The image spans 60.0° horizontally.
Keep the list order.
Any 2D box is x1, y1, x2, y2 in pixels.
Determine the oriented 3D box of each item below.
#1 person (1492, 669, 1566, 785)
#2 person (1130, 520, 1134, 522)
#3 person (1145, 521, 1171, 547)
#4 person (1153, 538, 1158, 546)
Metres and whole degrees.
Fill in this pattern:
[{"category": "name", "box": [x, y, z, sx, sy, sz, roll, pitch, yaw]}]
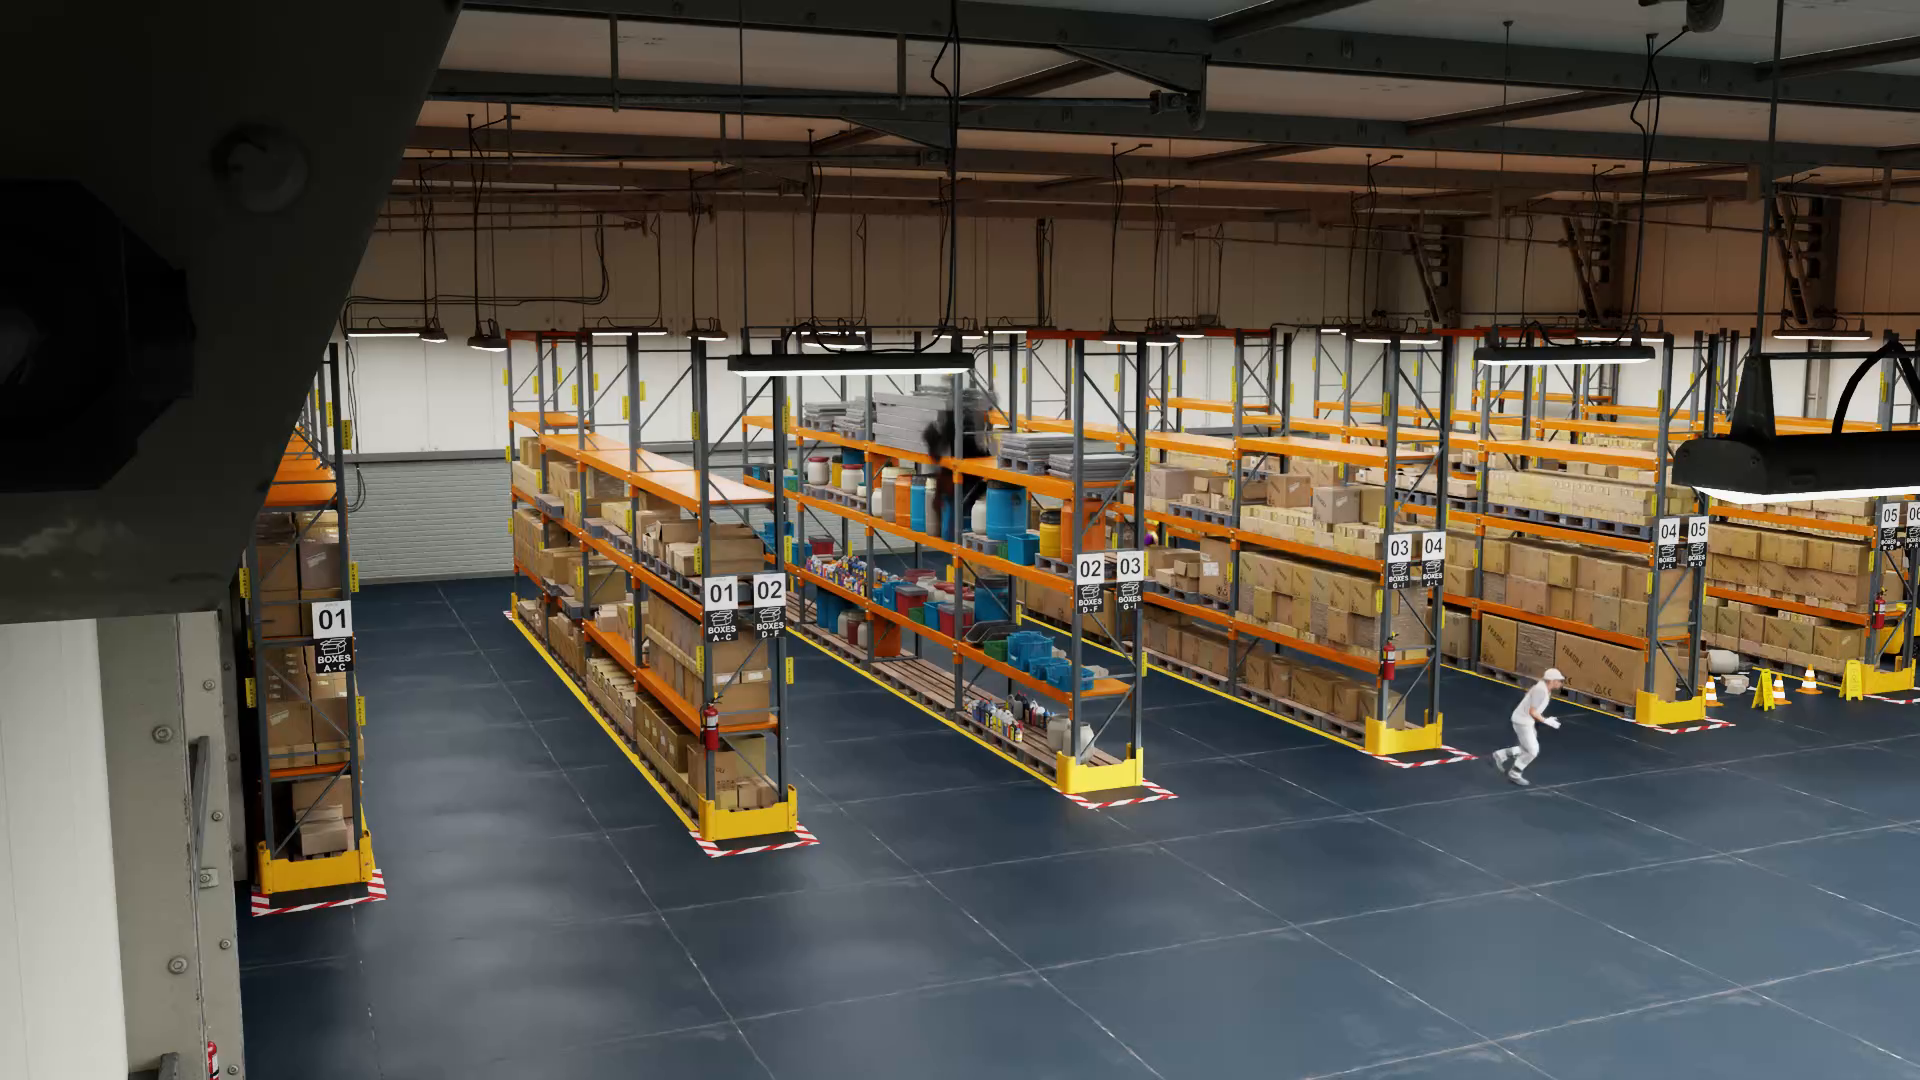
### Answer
[{"category": "person", "box": [7.672, 2.501, 22.459, 0.898, 1.616, 0.677, 4, 9, 24]}, {"category": "person", "box": [3.952, 0.336, 38.244, 0.625, 1.598, 0.582, -4, 9, -27]}, {"category": "person", "box": [4.408, 0.421, 37.001, 0.725, 1.775, 0.867, -2, 8, -17]}, {"category": "person", "box": [4.160, 0.801, 34.552, 0.644, 1.673, 0.591, -4, 9, -29]}]
